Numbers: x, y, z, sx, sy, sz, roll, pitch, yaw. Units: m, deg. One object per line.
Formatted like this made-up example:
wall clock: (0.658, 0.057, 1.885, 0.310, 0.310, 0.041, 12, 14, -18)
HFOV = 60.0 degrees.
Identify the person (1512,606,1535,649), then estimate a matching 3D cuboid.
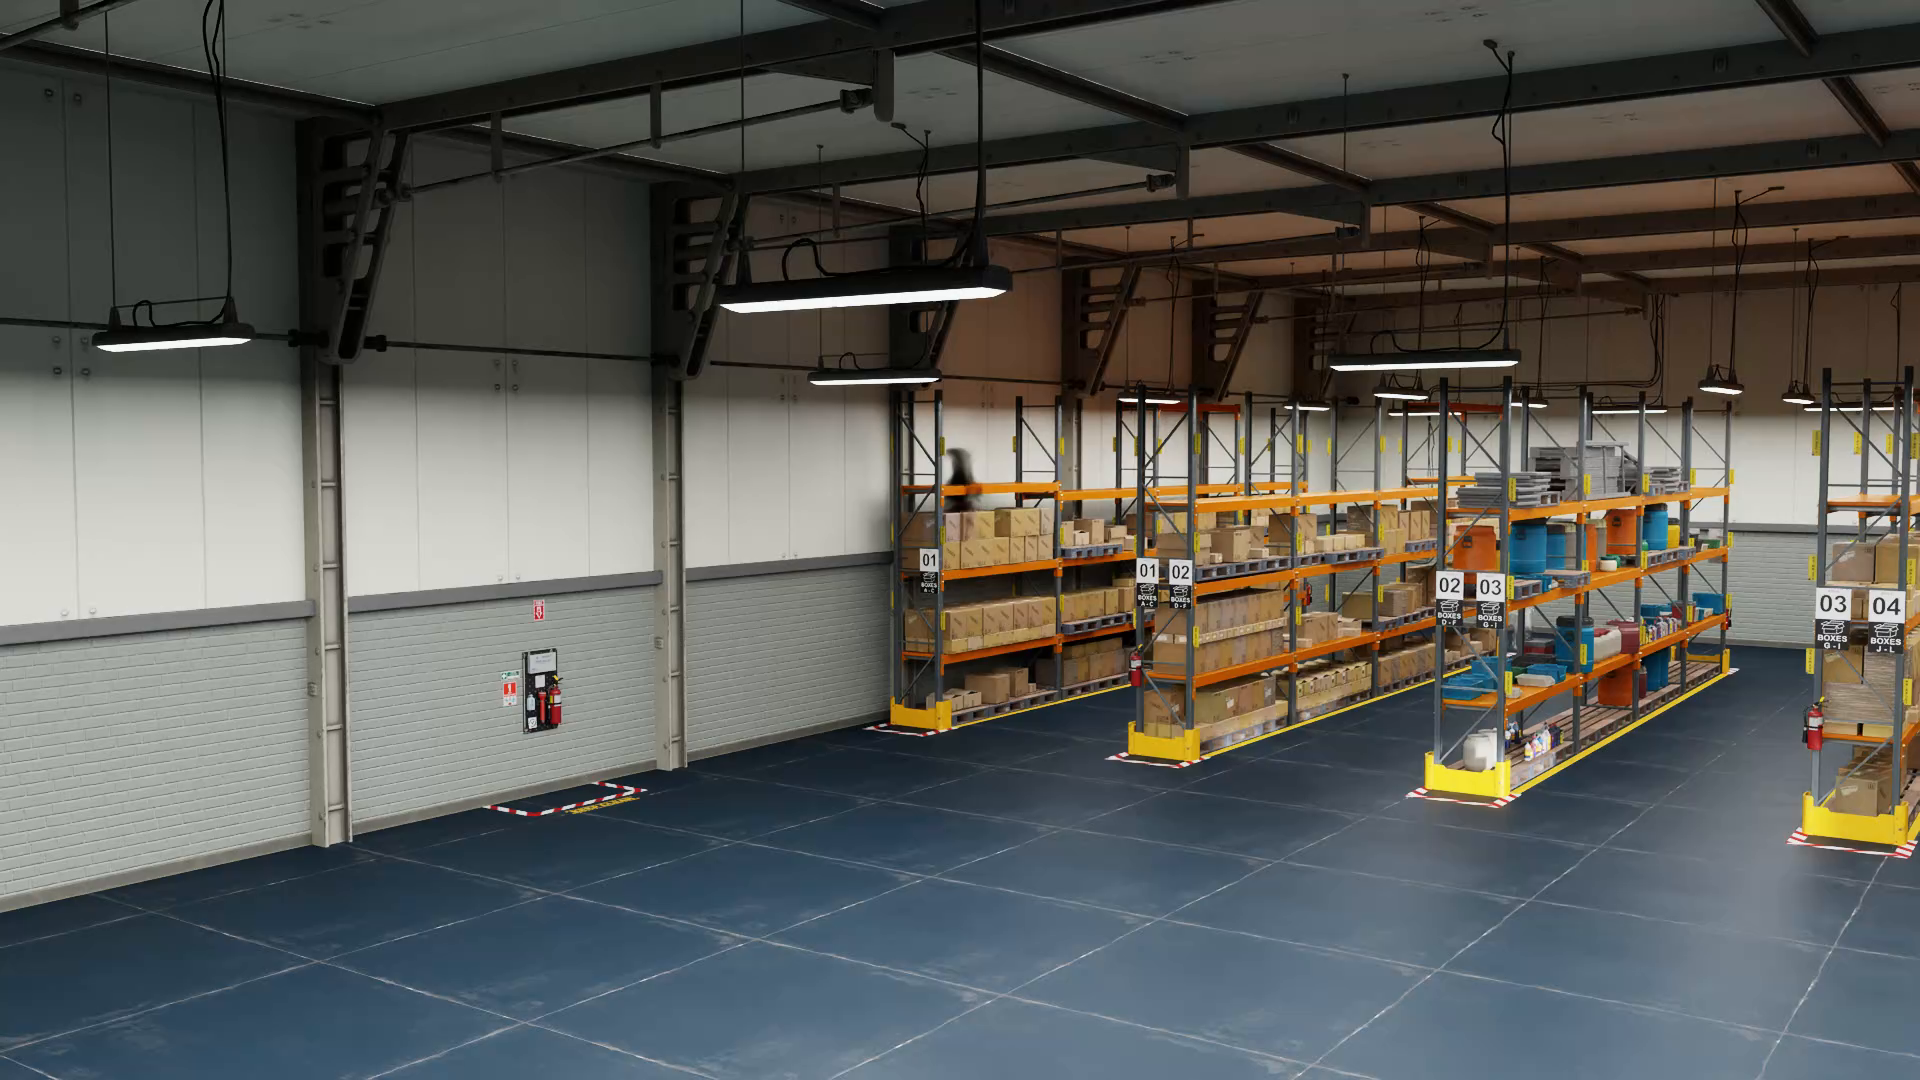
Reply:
person: (13.670, 1.842, 40.420, 0.663, 1.814, 0.823, 0, 3, 3)
